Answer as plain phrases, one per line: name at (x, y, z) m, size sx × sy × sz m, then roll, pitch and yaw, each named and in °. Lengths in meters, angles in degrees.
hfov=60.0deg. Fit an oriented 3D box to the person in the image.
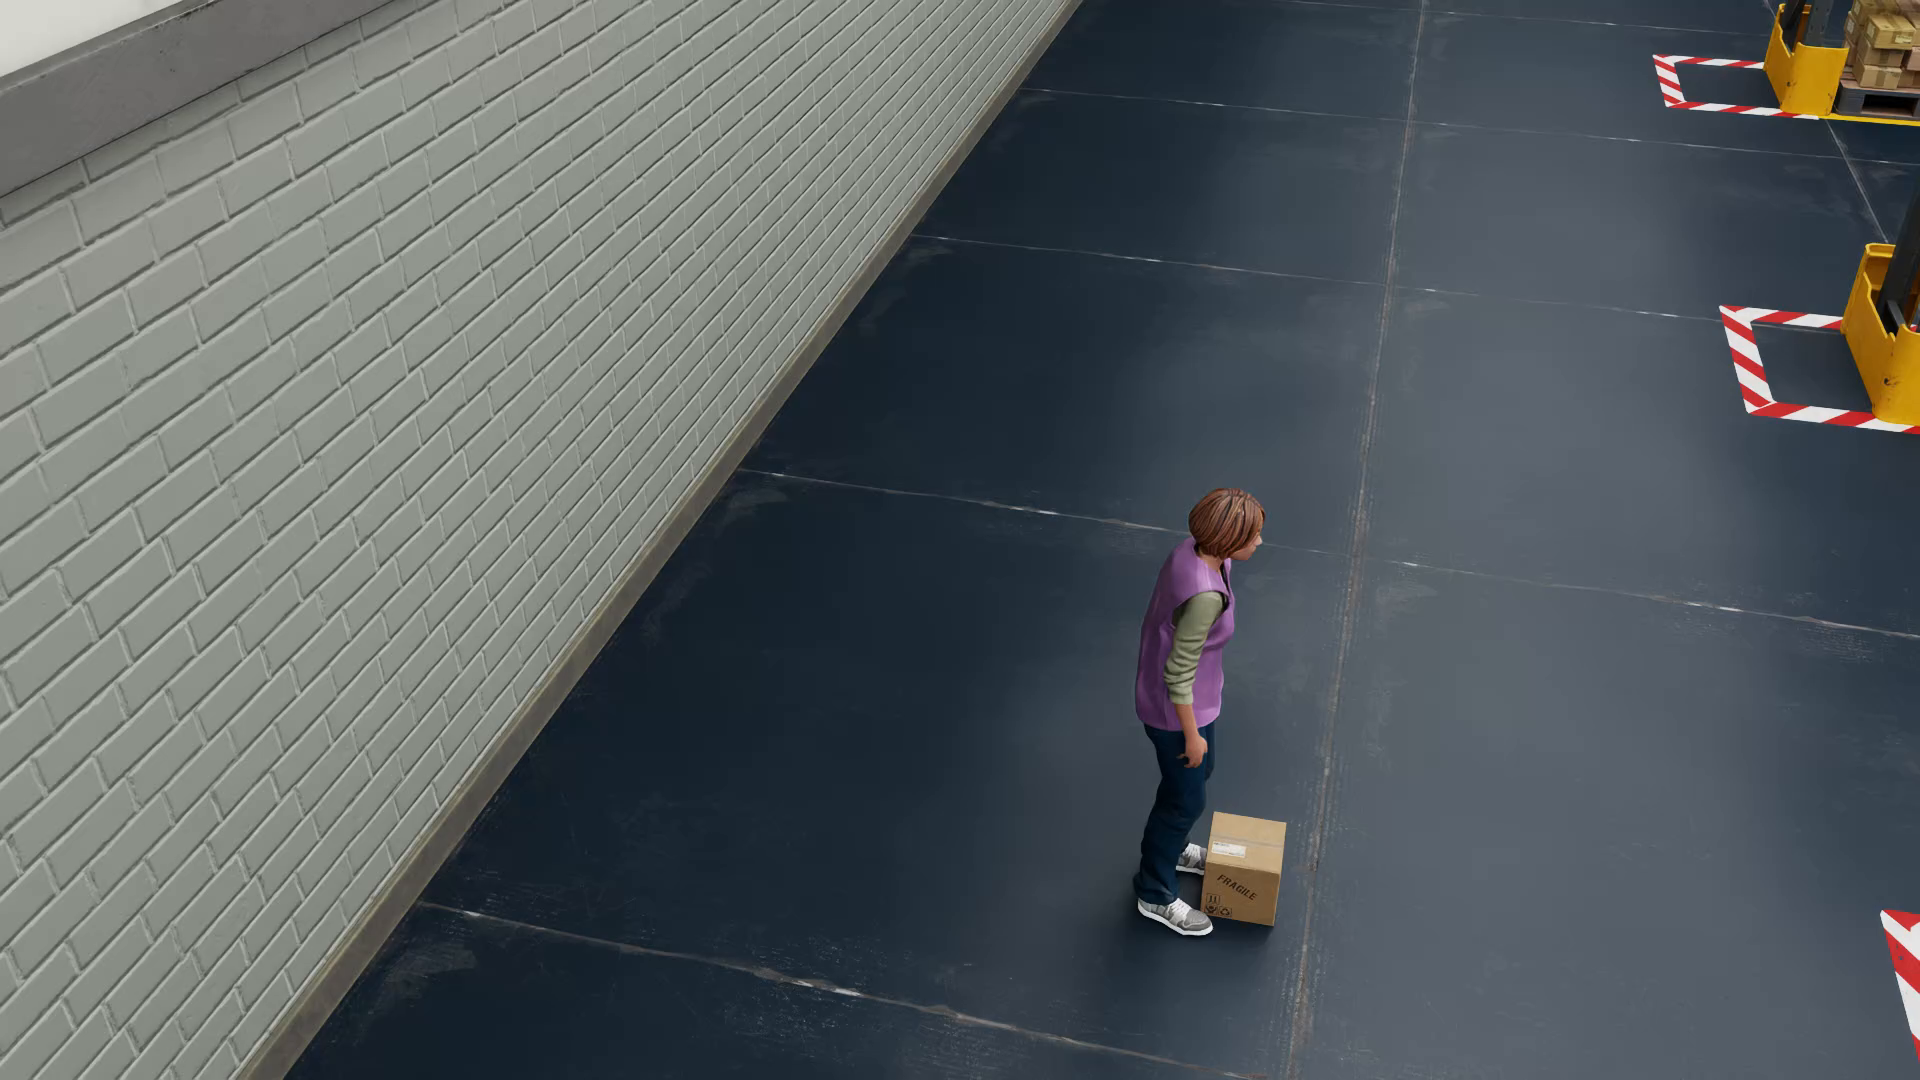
person at (0.896, 2.650, 0.653) m, size 2.633 × 3.194 × 10.400 m, roll 6°, pitch 34°, yaw 9°
